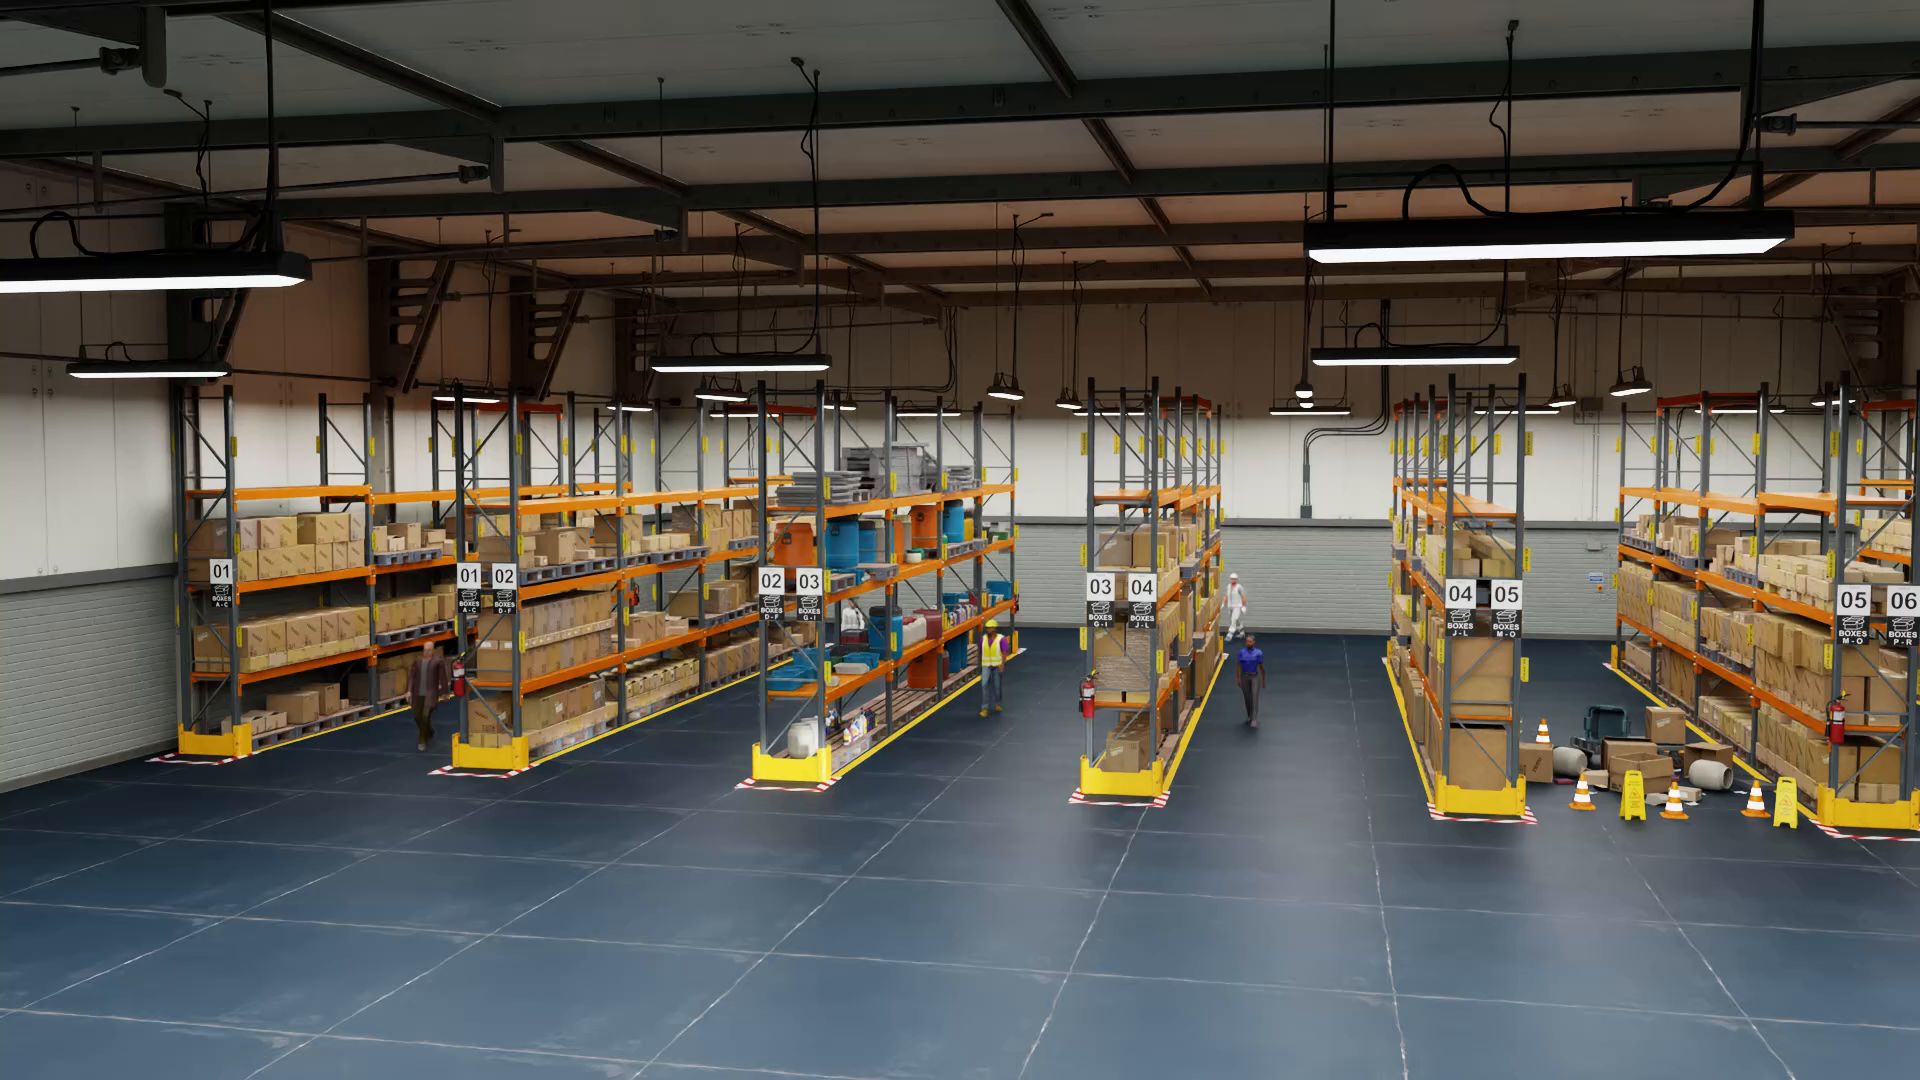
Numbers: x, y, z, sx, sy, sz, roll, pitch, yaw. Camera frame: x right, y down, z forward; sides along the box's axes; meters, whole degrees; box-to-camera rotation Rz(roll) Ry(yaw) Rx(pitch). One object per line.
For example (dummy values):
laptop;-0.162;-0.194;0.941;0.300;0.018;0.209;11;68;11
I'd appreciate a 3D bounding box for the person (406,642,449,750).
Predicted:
person;-8.884;2.602;27.747;0.675;1.816;0.729;0;3;5

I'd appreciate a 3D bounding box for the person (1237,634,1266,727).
person;5.194;2.529;29.805;0.481;1.560;0.918;1;4;24

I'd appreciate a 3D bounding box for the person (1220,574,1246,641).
person;7.040;1.720;42.776;1.125;1.722;0.566;-3;4;-45

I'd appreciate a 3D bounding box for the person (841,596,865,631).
person;-2.303;1.981;35.571;0.519;1.549;0.749;0;3;-3

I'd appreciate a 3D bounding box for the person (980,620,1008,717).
person;0.595;2.383;31.101;0.582;1.765;0.834;1;3;16
